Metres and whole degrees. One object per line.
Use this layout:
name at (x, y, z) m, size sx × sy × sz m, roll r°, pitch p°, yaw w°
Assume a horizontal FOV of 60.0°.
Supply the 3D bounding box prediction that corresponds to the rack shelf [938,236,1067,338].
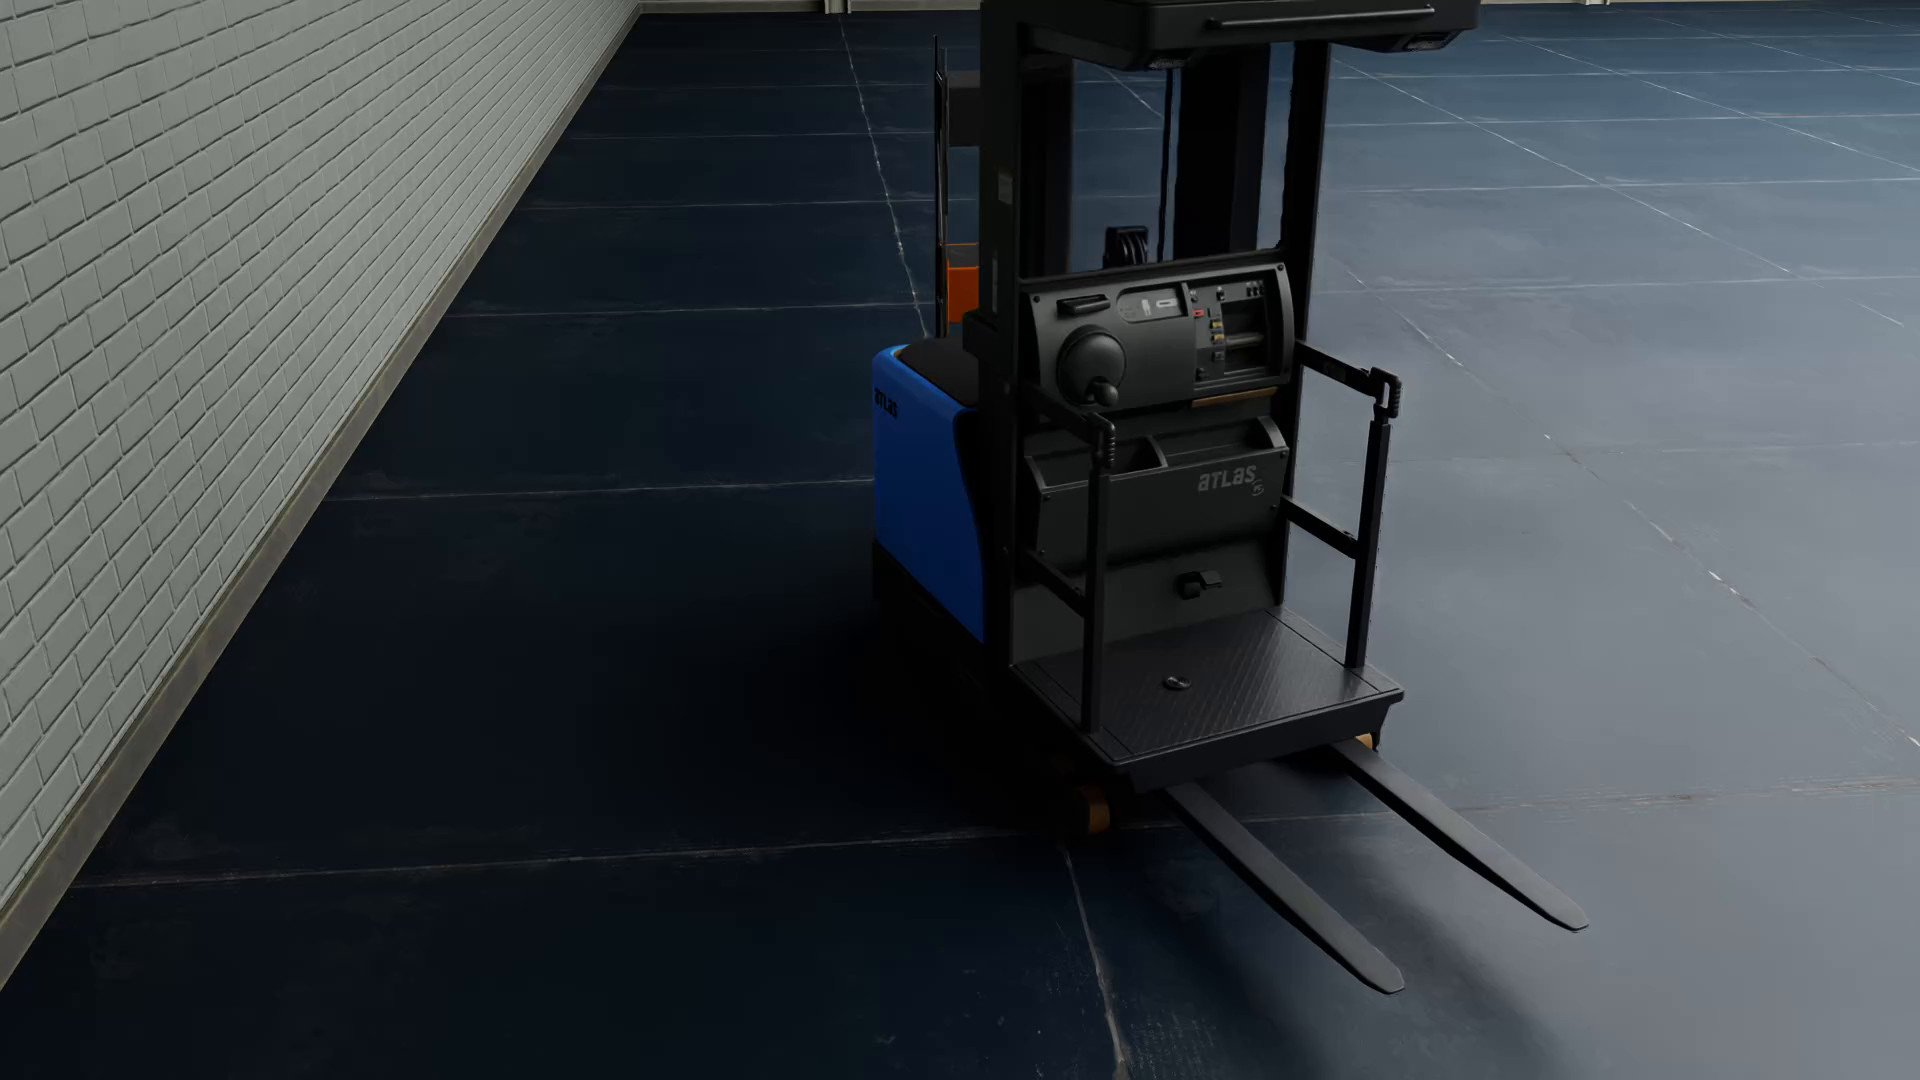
rack shelf at (0.165, -0.954, 6.844) m, size 0.480 × 0.518 × 0.431 m, roll -2°, pitch 24°, yaw -5°

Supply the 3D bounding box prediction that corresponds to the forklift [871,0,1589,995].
forklift at (0.732, -0.617, 5.030) m, size 1.130 × 2.935 × 3.031 m, roll -11°, pitch 26°, yaw -23°

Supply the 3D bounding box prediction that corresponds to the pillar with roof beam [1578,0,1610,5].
pillar with roof beam at (10.497, -10.907, 20.709) m, size 0.400 × 9.000 × 9.100 m, roll -2°, pitch 24°, yaw -5°

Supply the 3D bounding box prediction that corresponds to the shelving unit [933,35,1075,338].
shelving unit at (0.165, -0.966, 6.838) m, size 0.503 × 2.100 × 0.431 m, roll -2°, pitch 24°, yaw -5°

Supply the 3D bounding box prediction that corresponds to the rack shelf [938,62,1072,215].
rack shelf at (0.165, -1.593, 6.560) m, size 0.480 × 0.518 × 0.431 m, roll -2°, pitch 24°, yaw -5°

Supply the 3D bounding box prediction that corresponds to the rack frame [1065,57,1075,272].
rack frame at (0.408, -0.976, 6.860) m, size 0.015 × 2.100 × 0.400 m, roll -2°, pitch 24°, yaw -5°

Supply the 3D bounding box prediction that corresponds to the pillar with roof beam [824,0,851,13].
pillar with roof beam at (-1.445, -10.428, 19.631) m, size 0.400 × 9.000 × 9.100 m, roll -2°, pitch 24°, yaw -5°

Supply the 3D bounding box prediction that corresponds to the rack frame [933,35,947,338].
rack frame at (-0.078, -0.956, 6.816) m, size 0.015 × 2.100 × 0.400 m, roll -2°, pitch 24°, yaw -5°
